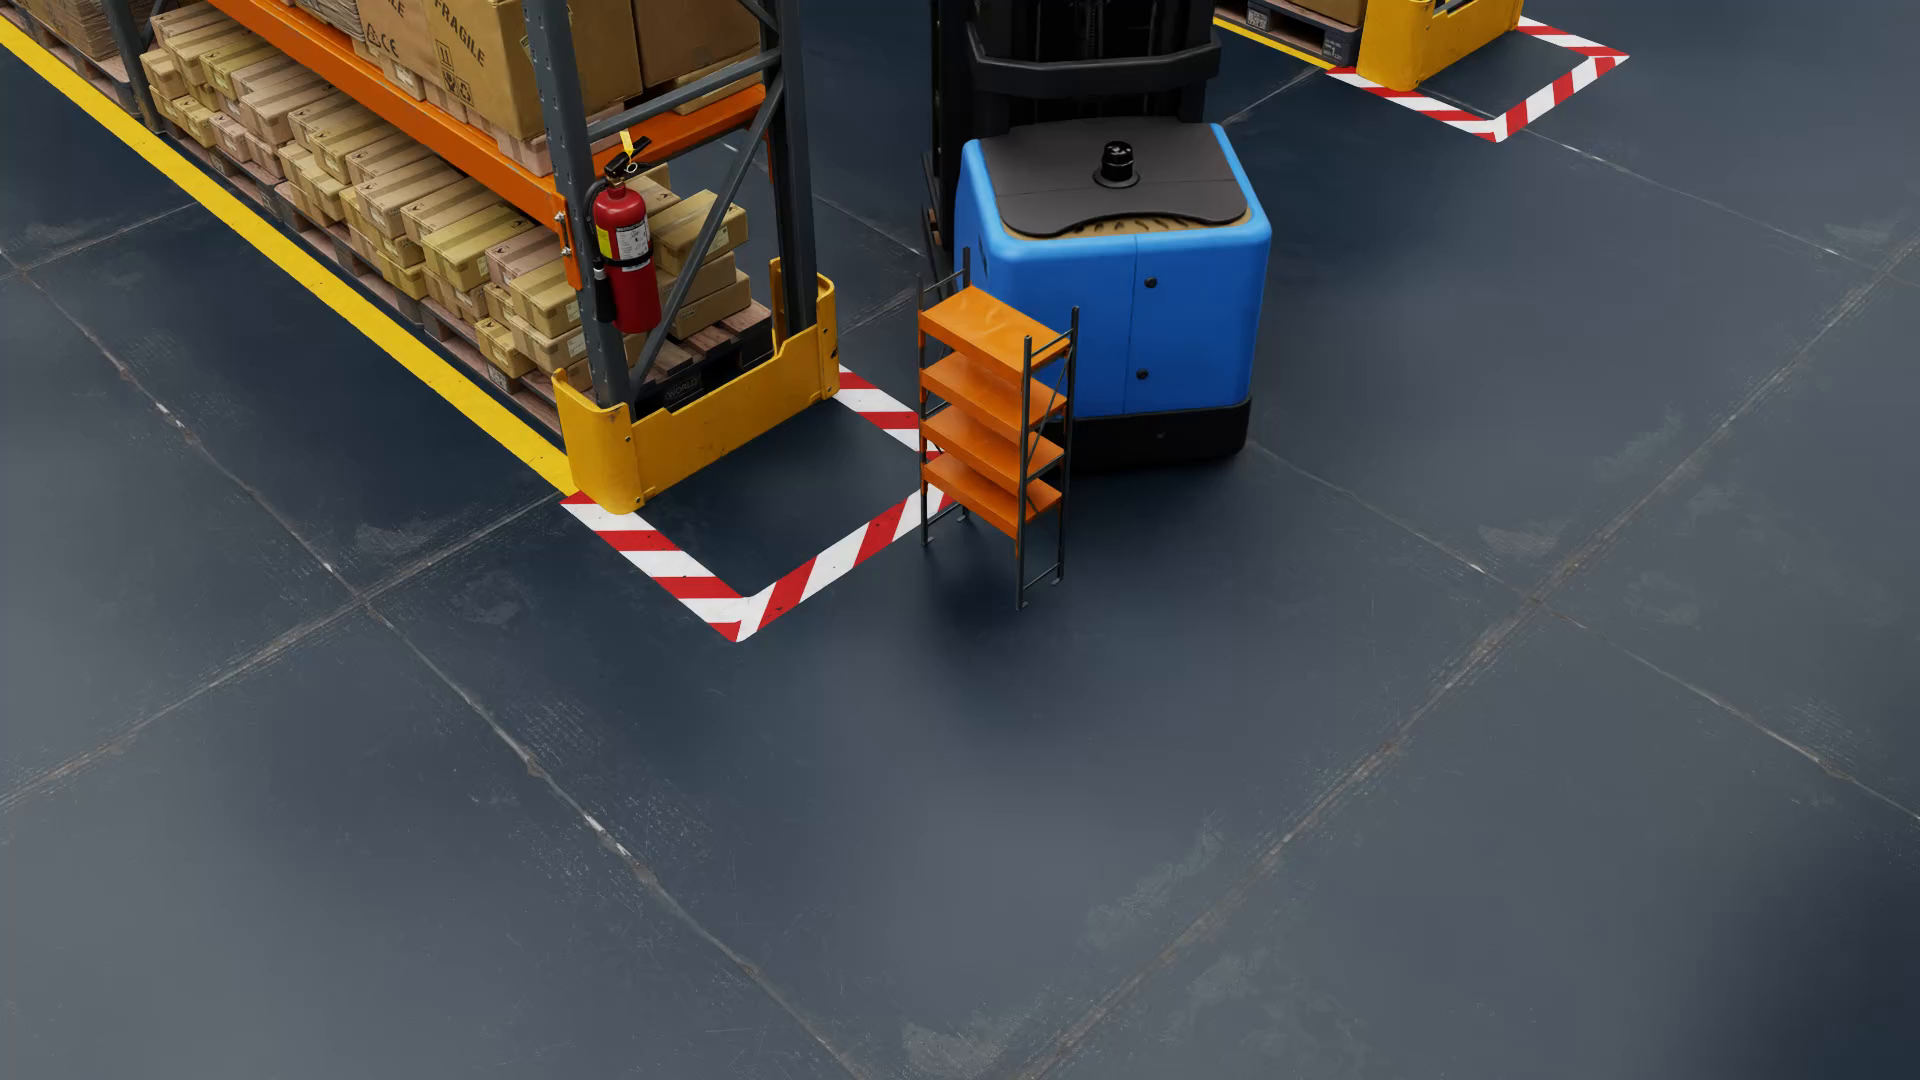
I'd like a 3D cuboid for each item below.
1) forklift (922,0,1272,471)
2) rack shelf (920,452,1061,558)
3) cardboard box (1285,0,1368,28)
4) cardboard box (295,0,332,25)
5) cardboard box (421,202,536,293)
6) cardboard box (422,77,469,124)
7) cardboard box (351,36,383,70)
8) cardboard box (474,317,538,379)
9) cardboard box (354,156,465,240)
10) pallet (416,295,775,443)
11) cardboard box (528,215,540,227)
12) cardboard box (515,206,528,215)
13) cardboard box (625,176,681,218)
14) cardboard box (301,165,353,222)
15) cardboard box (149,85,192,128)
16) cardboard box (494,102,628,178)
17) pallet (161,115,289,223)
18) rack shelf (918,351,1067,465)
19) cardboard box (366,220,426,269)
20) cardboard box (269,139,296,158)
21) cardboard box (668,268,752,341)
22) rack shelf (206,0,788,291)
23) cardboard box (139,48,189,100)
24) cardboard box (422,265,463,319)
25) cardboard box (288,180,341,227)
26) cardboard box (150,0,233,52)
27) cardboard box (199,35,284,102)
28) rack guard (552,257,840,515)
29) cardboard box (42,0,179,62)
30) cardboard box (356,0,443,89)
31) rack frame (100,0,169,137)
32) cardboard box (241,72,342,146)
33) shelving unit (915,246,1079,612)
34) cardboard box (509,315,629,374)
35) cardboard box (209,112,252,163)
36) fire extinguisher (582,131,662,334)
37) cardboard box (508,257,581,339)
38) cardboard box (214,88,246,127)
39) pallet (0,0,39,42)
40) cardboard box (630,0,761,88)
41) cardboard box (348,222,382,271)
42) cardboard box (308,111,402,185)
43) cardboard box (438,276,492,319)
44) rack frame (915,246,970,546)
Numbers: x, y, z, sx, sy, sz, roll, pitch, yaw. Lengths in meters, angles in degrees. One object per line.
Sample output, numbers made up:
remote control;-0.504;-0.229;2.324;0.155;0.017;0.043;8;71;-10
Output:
forklift;0.422;-2.334;6.616;1.130;2.935;3.031;-5;43;-6
rack shelf;0.117;-0.166;5.937;0.258;0.148;0.480;-34;53;-31
cardboard box;2.121;-3.476;9.058;0.875;0.875;0.875;-34;53;-31
cardboard box;-2.430;-2.214;6.621;0.380;0.149;0.250;-33;52;-31
cardboard box;-1.917;-1.175;6.664;0.250;0.149;0.380;33;52;31
cardboard box;-1.721;-1.684;6.048;0.250;0.149;0.380;34;52;31
cardboard box;-2.083;-1.937;6.321;0.250;0.149;0.380;32;51;30
cardboard box;-1.726;-0.840;6.740;0.380;0.149;0.250;-32;52;-30
cardboard box;-2.284;-1.432;6.943;0.380;0.149;0.250;-32;52;-30
pallet;-1.556;-0.924;7.095;1.003;0.211;1.213;-34;53;-31
cardboard box;-1.871;-1.472;7.424;0.380;0.149;0.250;-34;52;-31
cardboard box;-1.890;-1.587;7.329;0.250;0.149;0.380;32;51;30
cardboard box;-1.363;-1.320;6.821;0.380;0.149;0.250;-33;52;-31
cardboard box;-2.654;-1.581;7.322;0.380;0.149;0.250;-34;52;-31
cardboard box;-3.749;-2.205;8.217;0.250;0.149;0.380;32;51;30
cardboard box;-1.384;-1.434;5.776;0.380;0.149;0.250;-34;53;-31
pallet;-3.279;-2.097;8.364;1.003;0.211;1.213;-34;53;-31
rack shelf;0.117;-0.476;5.651;0.258;0.148;0.480;-34;53;-31
cardboard box;-2.272;-1.329;7.051;0.380;0.149;0.250;-33;52;-31
cardboard box;-2.943;-1.863;7.628;0.380;0.149;0.250;-32;51;-30
cardboard box;-1.097;-1.017;6.932;0.380;0.149;0.250;-33;52;-31
rack shelf;-2.366;-2.201;6.952;1.077;0.370;4.000;-34;53;-31
cardboard box;-3.749;-2.316;8.118;0.380;0.149;0.250;-32;51;-30
cardboard box;-2.036;-1.121;7.044;0.380;0.149;0.250;-34;52;-31
cardboard box;-2.804;-1.601;7.563;0.250;0.149;0.380;33;52;30
cardboard box;-3.682;-2.488;8.085;0.380;0.149;0.250;-32;51;-30
cardboard box;-3.316;-2.229;7.805;0.250;0.149;0.380;33;52;31
rack guard;-1.007;-0.623;6.556;1.175;0.500;0.348;-34;53;-31
cardboard box;-4.480;-2.898;8.708;0.500;0.500;0.500;33;52;31
cardboard box;-1.813;-1.993;5.904;0.500;0.500;0.500;33;52;31
rack frame;-3.779;-3.427;7.748;1.000;3.000;0.127;-34;53;-31
cardboard box;-2.994;-1.953;7.506;0.380;0.149;0.250;-33;52;-30
shelving unit;0.117;-0.361;5.757;0.258;1.200;0.503;-34;53;-31
cardboard box;-1.529;-0.838;6.519;0.250;0.149;0.380;33;52;30
cardboard box;-3.349;-1.983;7.976;0.250;0.149;0.380;34;52;31
fire extinguisher;-1.103;-0.997;5.451;0.296;0.674;0.183;-34;53;-31
cardboard box;-1.507;-0.963;6.435;0.380;0.149;0.250;-33;52;-31
cardboard box;-3.309;-2.137;7.925;0.250;0.149;0.380;34;52;31
pallet;-5.195;-3.362;9.733;1.003;0.211;1.213;-34;53;-31
cardboard box;-1.075;-1.999;5.910;0.500;0.500;0.500;-32;51;-30
cardboard box;-2.439;-1.354;7.296;0.380;0.149;0.250;-33;52;-31
cardboard box;-2.596;-1.724;7.259;0.380;0.149;0.250;-34;52;-31
cardboard box;-1.897;-1.087;6.788;0.250;0.149;0.380;32;52;30
rack frame;-0.055;-0.478;5.884;0.240;1.200;0.015;-34;53;-31
